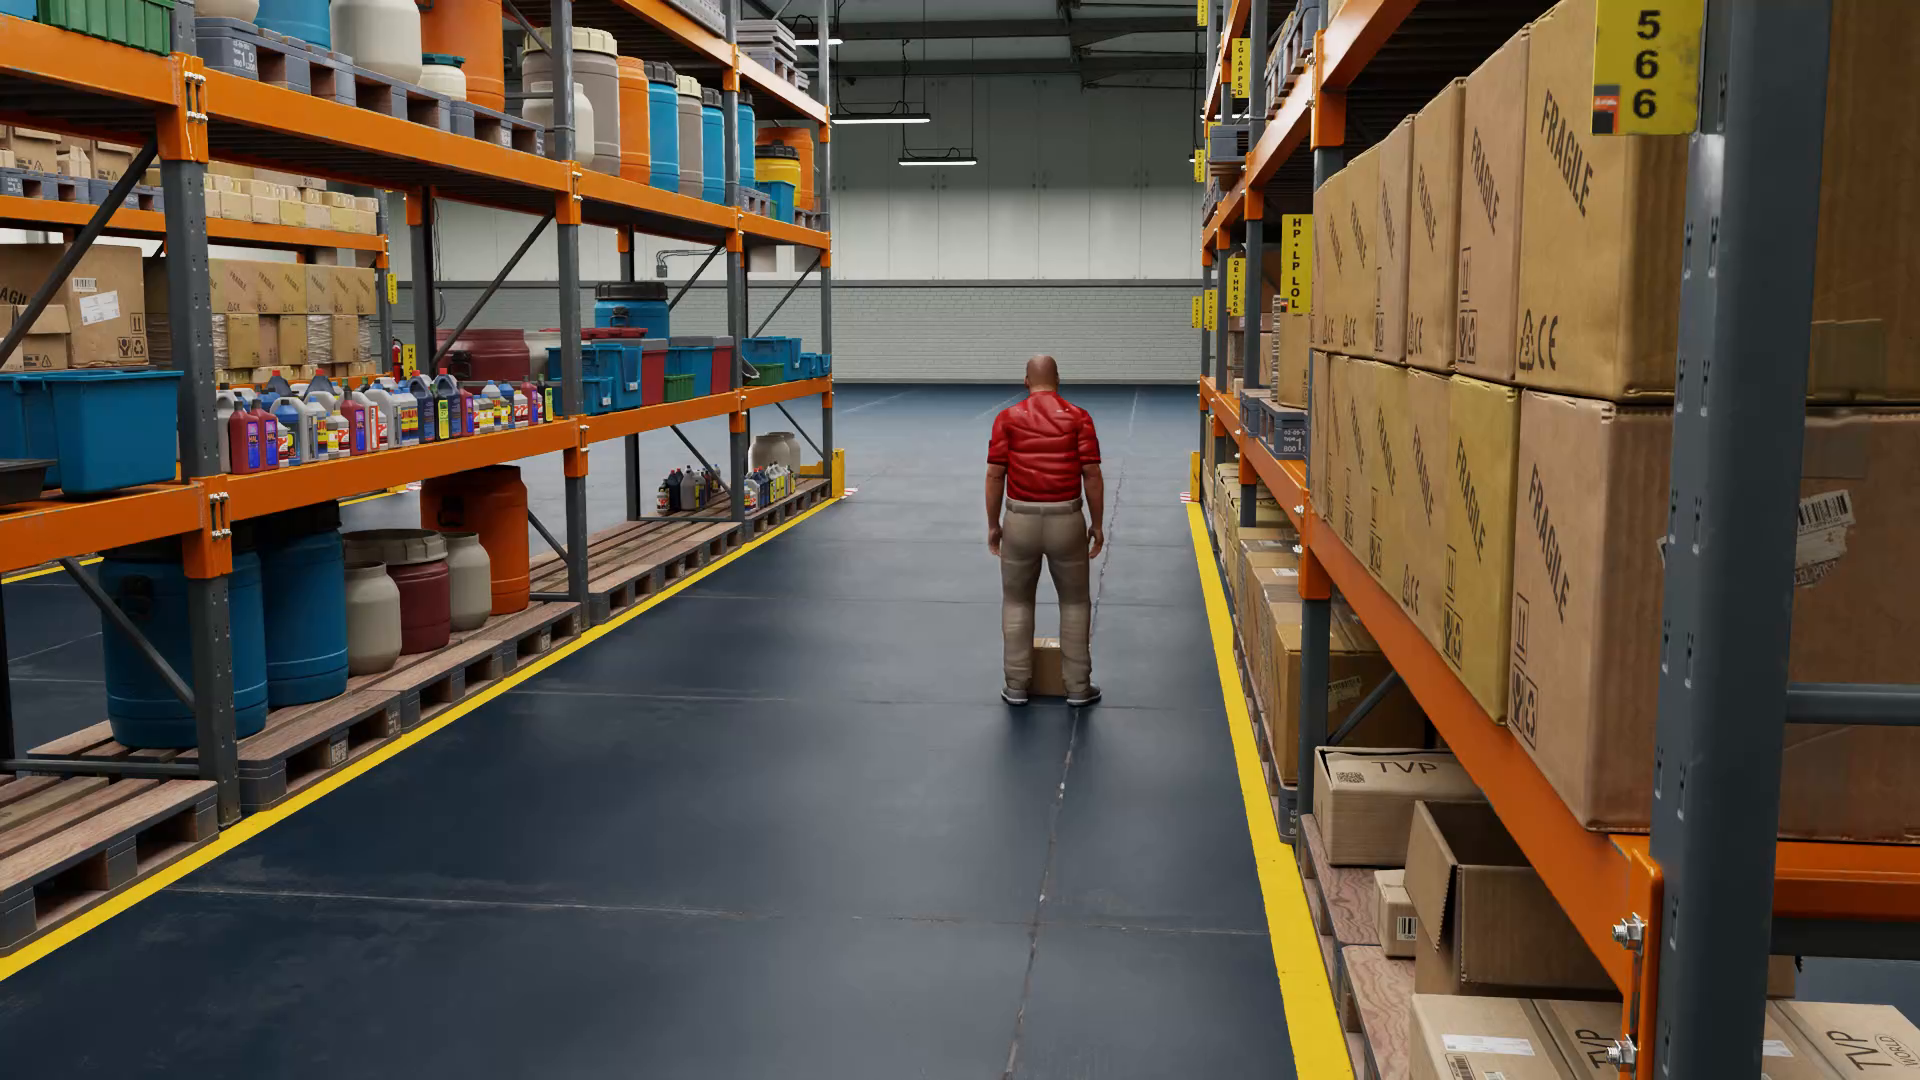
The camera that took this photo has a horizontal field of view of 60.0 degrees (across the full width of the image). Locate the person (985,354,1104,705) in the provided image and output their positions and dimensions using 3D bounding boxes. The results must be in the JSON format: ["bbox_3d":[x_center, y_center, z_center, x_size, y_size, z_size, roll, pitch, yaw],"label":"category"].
[{"bbox_3d":[0.419,-0.049,8.212,0.583,1.726,0.394,1,8,6],"label":"person"}]
